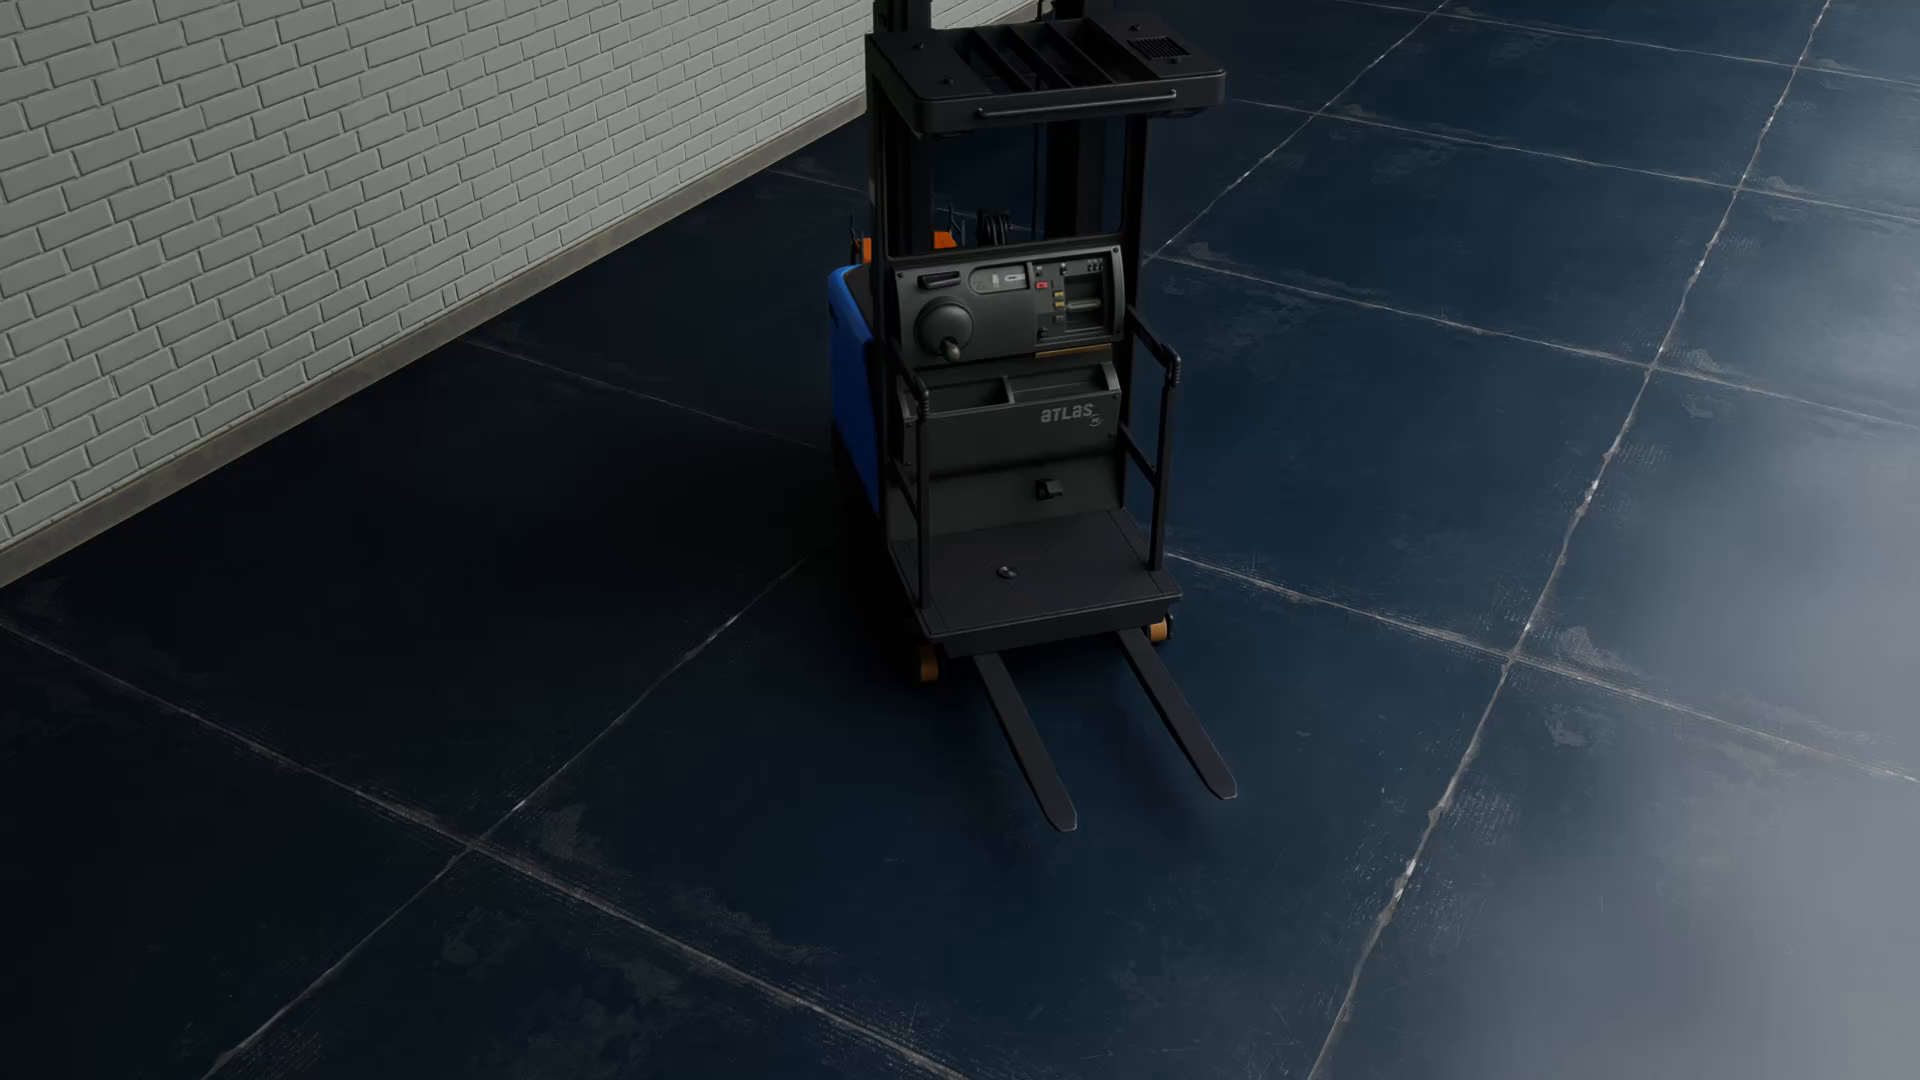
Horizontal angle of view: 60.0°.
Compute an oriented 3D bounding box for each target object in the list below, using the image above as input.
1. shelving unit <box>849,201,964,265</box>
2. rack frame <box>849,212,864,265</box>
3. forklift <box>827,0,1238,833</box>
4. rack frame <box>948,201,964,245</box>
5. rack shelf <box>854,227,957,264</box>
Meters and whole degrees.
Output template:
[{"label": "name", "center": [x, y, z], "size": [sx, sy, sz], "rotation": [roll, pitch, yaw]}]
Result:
[{"label": "shelving unit", "center": [-0.254, -1.031, 8.187], "size": [0.503, 1.200, 0.258], "rotation": [-9, 35, -13]}, {"label": "rack frame", "center": [-0.489, -0.995, 8.132], "size": [0.015, 1.200, 0.240], "rotation": [-9, 35, -13]}, {"label": "forklift", "center": [0.262, -0.874, 6.390], "size": [1.130, 2.935, 3.031], "rotation": [-9, 35, -13]}, {"label": "rack frame", "center": [-0.019, -1.068, 8.242], "size": [0.015, 1.200, 0.240], "rotation": [-9, 35, -13]}, {"label": "rack shelf", "center": [-0.254, -1.359, 7.970], "size": [0.480, 0.148, 0.258], "rotation": [-9, 35, -13]}]
